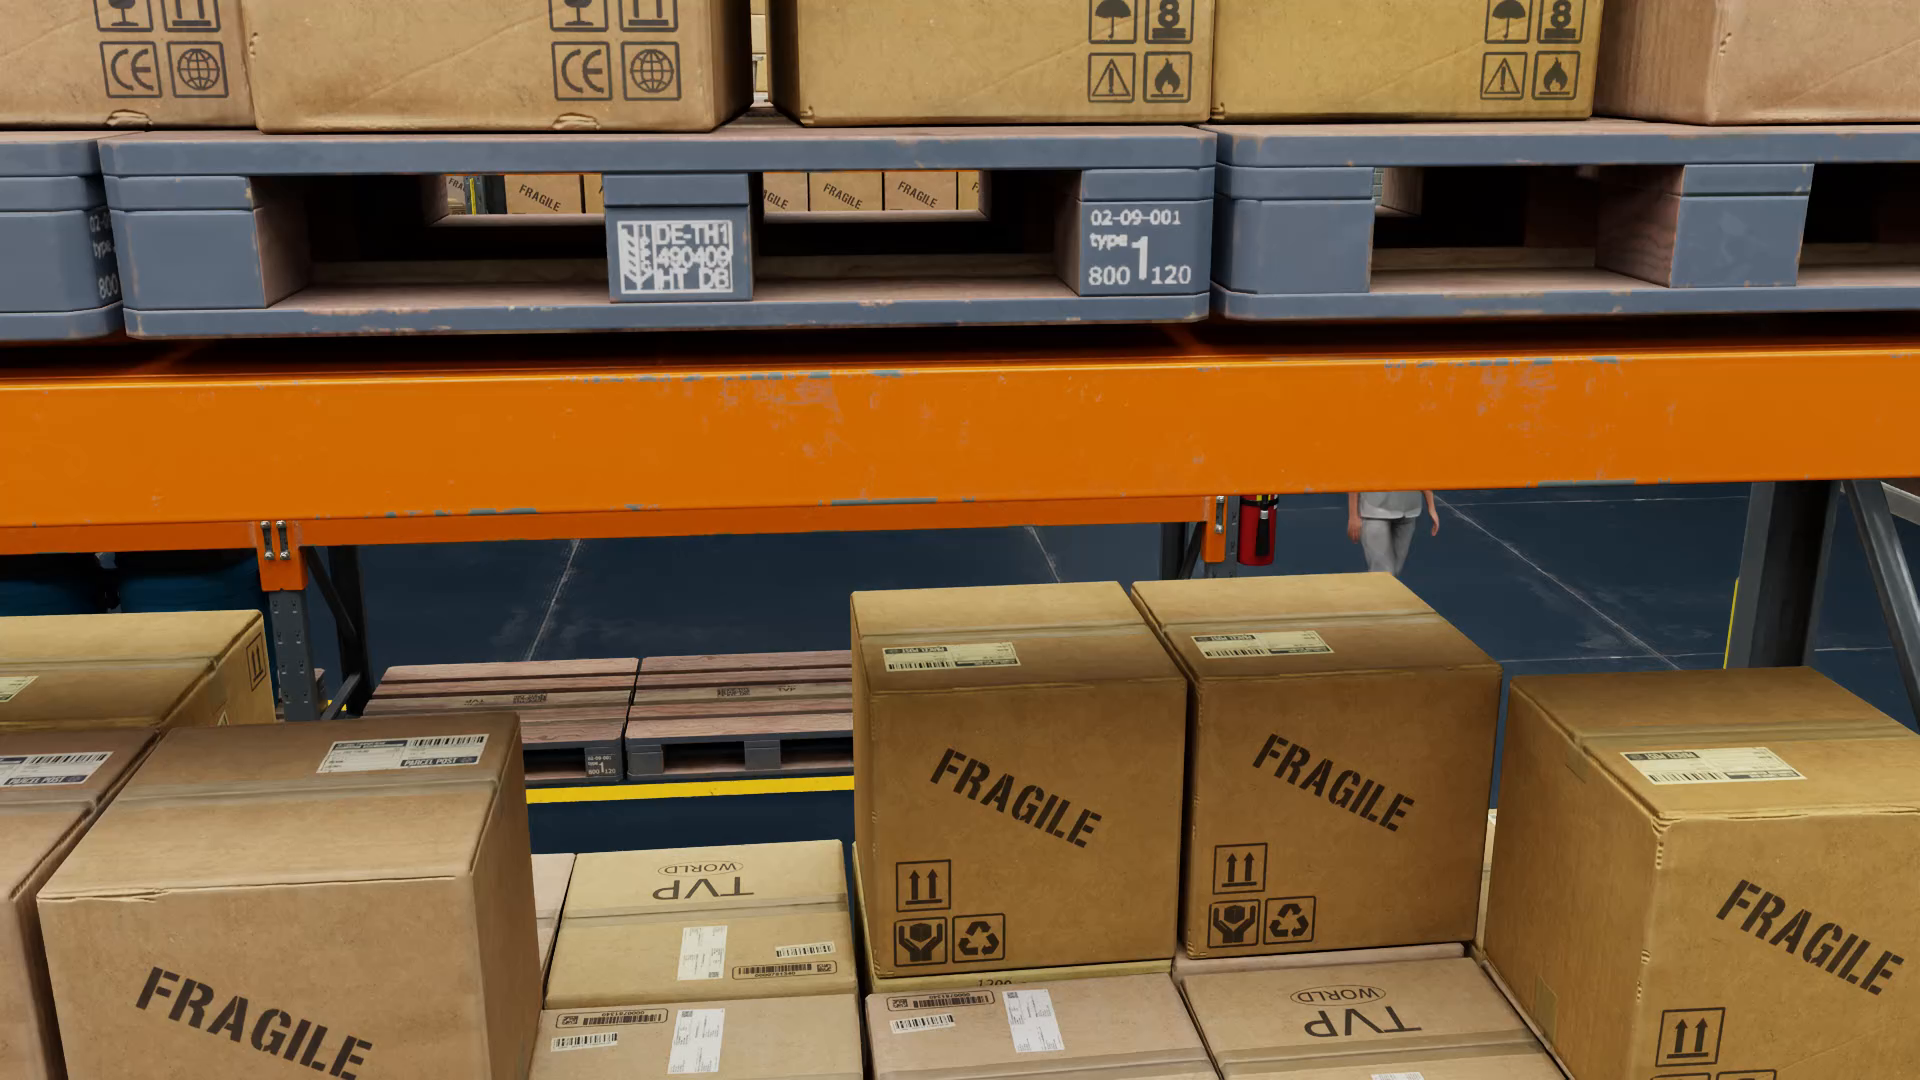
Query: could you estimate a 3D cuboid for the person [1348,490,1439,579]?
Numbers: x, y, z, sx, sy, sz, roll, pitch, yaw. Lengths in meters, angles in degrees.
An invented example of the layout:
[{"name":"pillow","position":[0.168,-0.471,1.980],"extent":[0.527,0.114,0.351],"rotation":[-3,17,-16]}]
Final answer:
[{"name":"person","position":[2.245,-0.099,8.449],"extent":[0.457,1.593,0.577],"rotation":[-8,19,-25]}]
